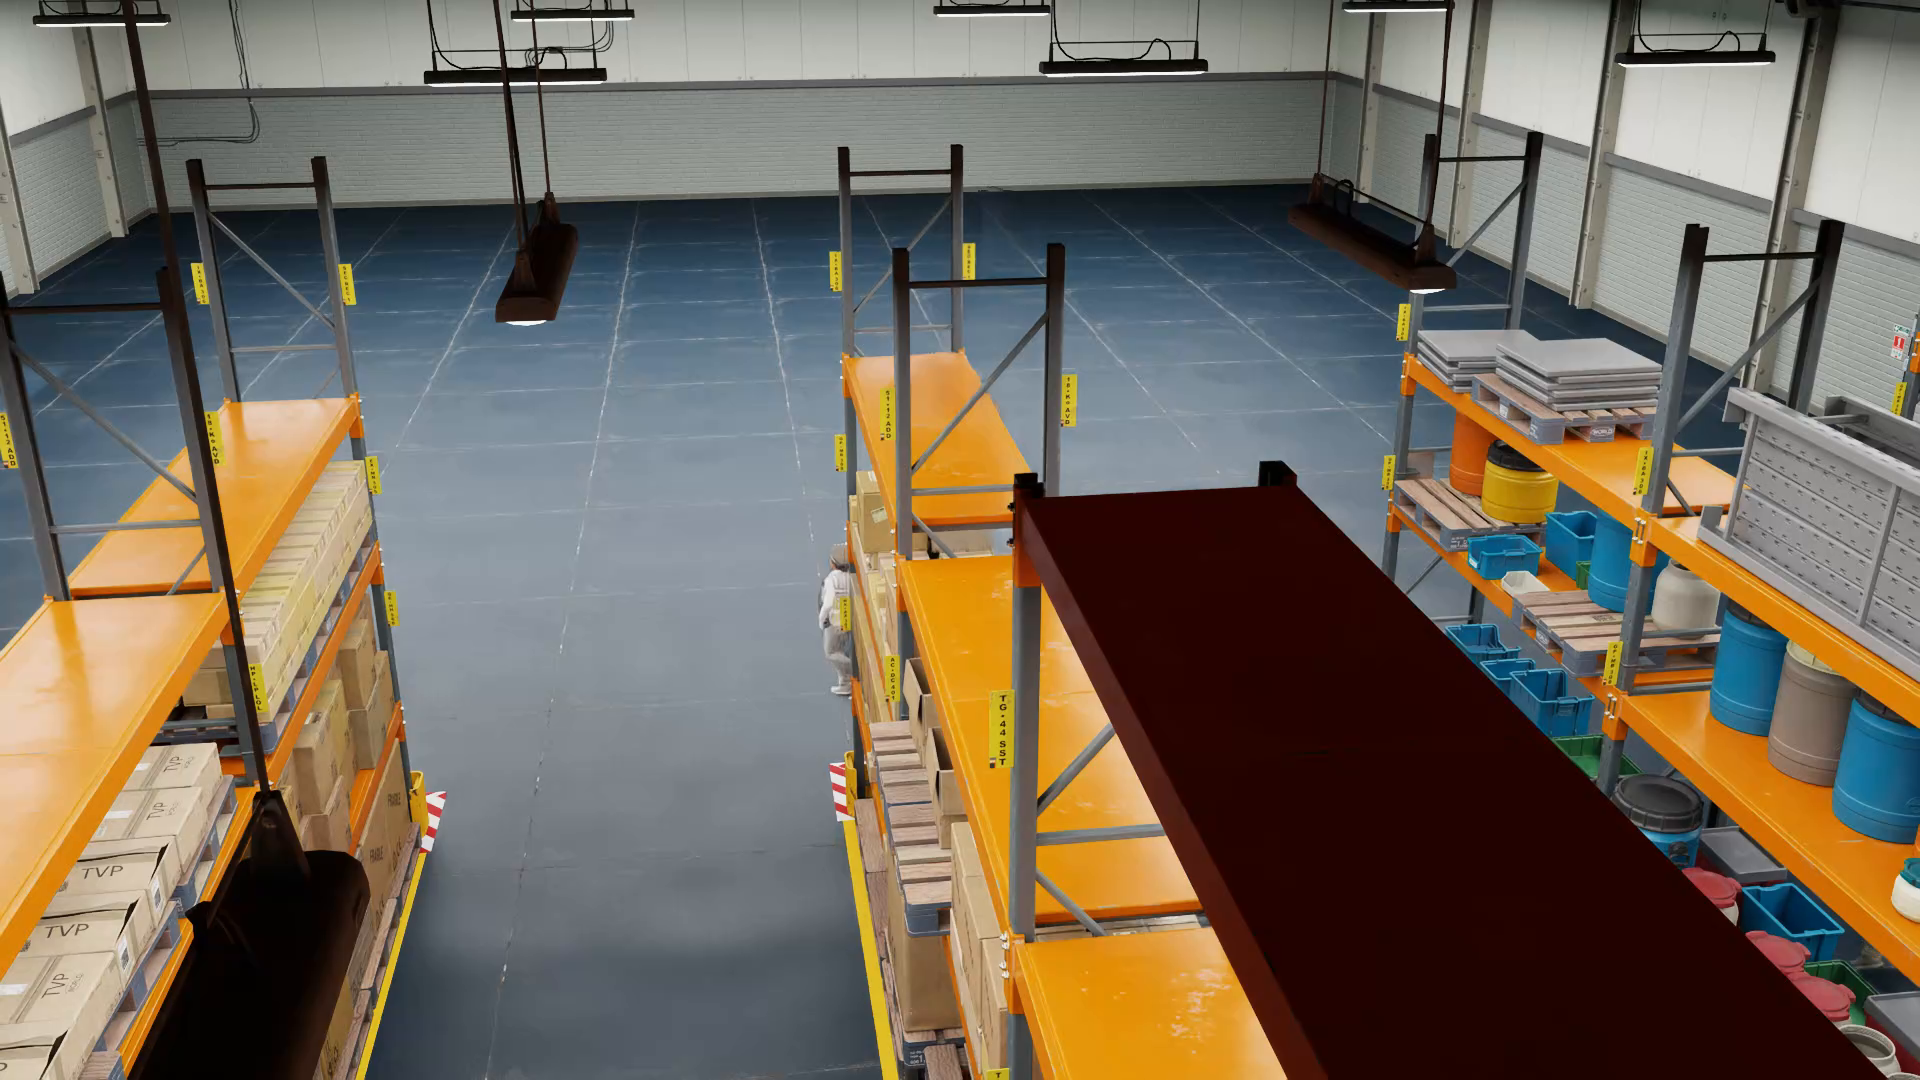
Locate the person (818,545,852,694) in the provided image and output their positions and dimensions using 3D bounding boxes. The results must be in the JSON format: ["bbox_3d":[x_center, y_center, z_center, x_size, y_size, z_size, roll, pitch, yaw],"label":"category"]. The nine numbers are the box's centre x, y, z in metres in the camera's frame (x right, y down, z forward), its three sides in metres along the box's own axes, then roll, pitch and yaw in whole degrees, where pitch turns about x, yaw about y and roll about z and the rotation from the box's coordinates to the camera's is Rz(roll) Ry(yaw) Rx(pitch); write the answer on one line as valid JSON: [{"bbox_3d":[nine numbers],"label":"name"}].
[{"bbox_3d":[-1.188,0.882,17.197,0.600,1.684,0.627,19,28,39],"label":"person"}]

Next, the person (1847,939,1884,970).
[{"bbox_3d":[7.262,2.660,12.544,0.670,1.847,0.926,-7,23,-16],"label":"person"}]
